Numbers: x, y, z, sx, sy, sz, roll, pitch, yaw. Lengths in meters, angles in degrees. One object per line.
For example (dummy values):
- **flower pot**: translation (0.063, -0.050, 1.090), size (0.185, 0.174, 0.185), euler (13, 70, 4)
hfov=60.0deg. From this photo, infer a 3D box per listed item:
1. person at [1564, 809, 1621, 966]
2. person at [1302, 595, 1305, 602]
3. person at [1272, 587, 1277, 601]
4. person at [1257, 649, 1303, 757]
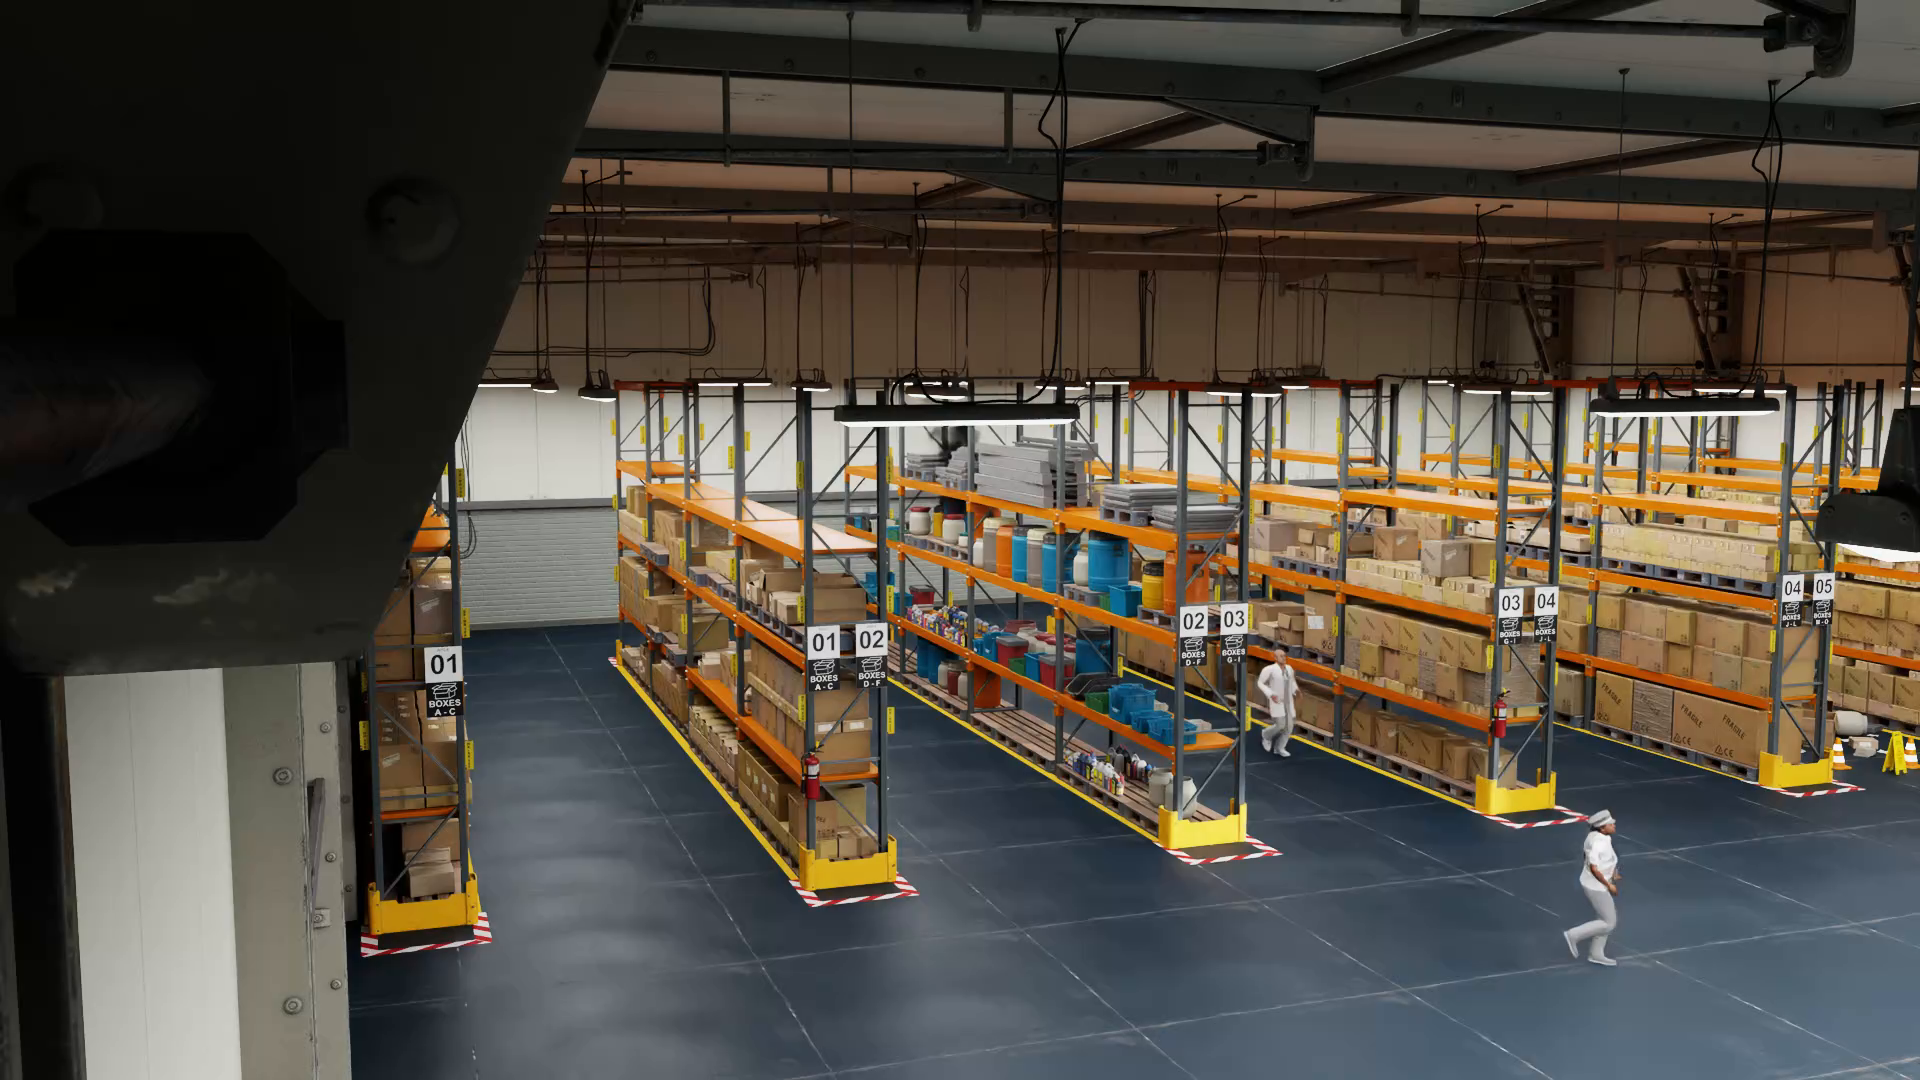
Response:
- **person**: translation (6.692, 3.659, 17.583), size (0.609, 1.678, 0.576), euler (1, 6, 10)
- **person**: translation (8.915, 1.111, 42.158), size (0.506, 1.568, 0.537), euler (-1, 6, -11)
- **person**: translation (7.841, 1.090, 41.490), size (0.789, 1.670, 0.673), euler (-2, 6, -15)
- **person**: translation (5.181, 2.629, 26.867), size (0.708, 1.726, 0.660), euler (-3, 7, -27)
